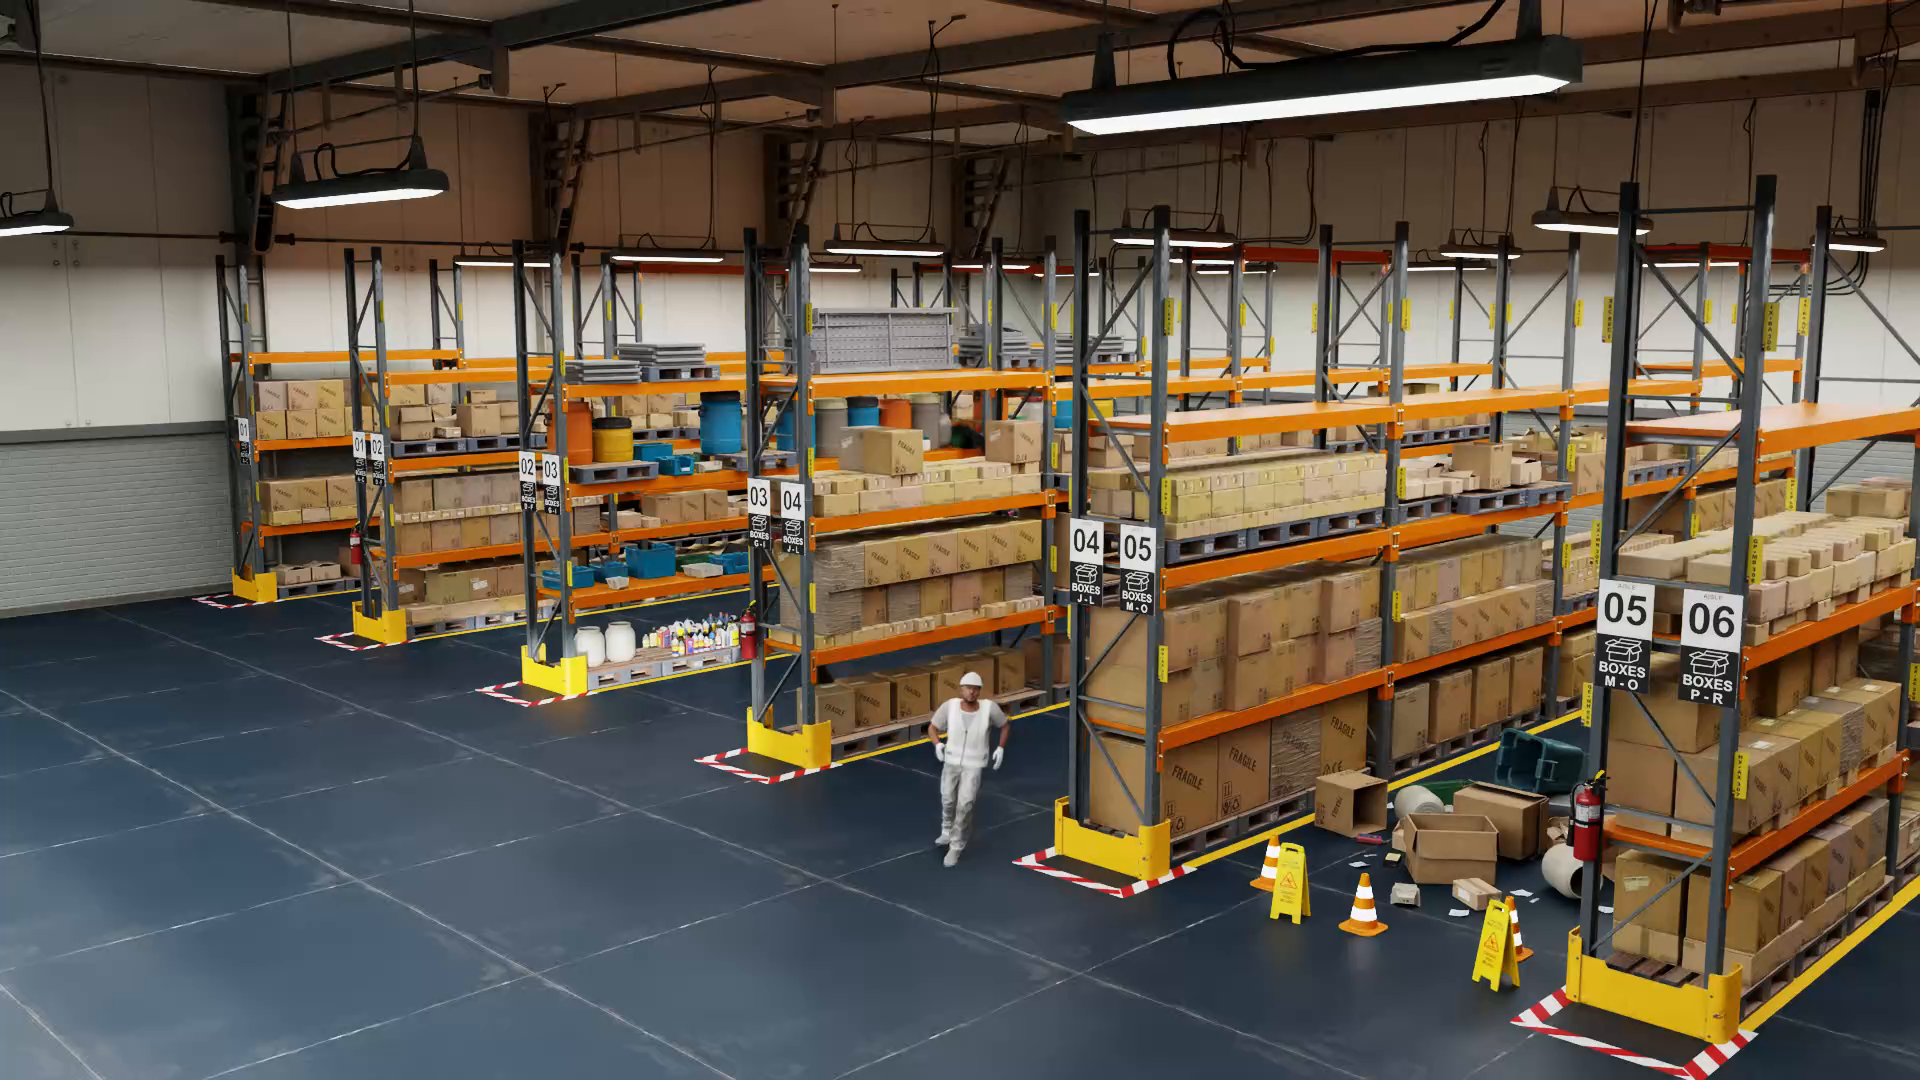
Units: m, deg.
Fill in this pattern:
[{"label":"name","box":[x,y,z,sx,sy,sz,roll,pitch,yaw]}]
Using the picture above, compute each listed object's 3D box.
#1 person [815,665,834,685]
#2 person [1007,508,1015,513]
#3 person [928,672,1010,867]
[{"label":"person","box":[-1.822,1.325,21.053,0.841,1.843,0.684,-8,11,-43]},{"label":"person","box":[1.102,-0.299,32.861,0.531,1.597,0.878,5,9,31]},{"label":"person","box":[0.061,2.119,15.542,0.740,1.817,0.687,2,8,13]}]
